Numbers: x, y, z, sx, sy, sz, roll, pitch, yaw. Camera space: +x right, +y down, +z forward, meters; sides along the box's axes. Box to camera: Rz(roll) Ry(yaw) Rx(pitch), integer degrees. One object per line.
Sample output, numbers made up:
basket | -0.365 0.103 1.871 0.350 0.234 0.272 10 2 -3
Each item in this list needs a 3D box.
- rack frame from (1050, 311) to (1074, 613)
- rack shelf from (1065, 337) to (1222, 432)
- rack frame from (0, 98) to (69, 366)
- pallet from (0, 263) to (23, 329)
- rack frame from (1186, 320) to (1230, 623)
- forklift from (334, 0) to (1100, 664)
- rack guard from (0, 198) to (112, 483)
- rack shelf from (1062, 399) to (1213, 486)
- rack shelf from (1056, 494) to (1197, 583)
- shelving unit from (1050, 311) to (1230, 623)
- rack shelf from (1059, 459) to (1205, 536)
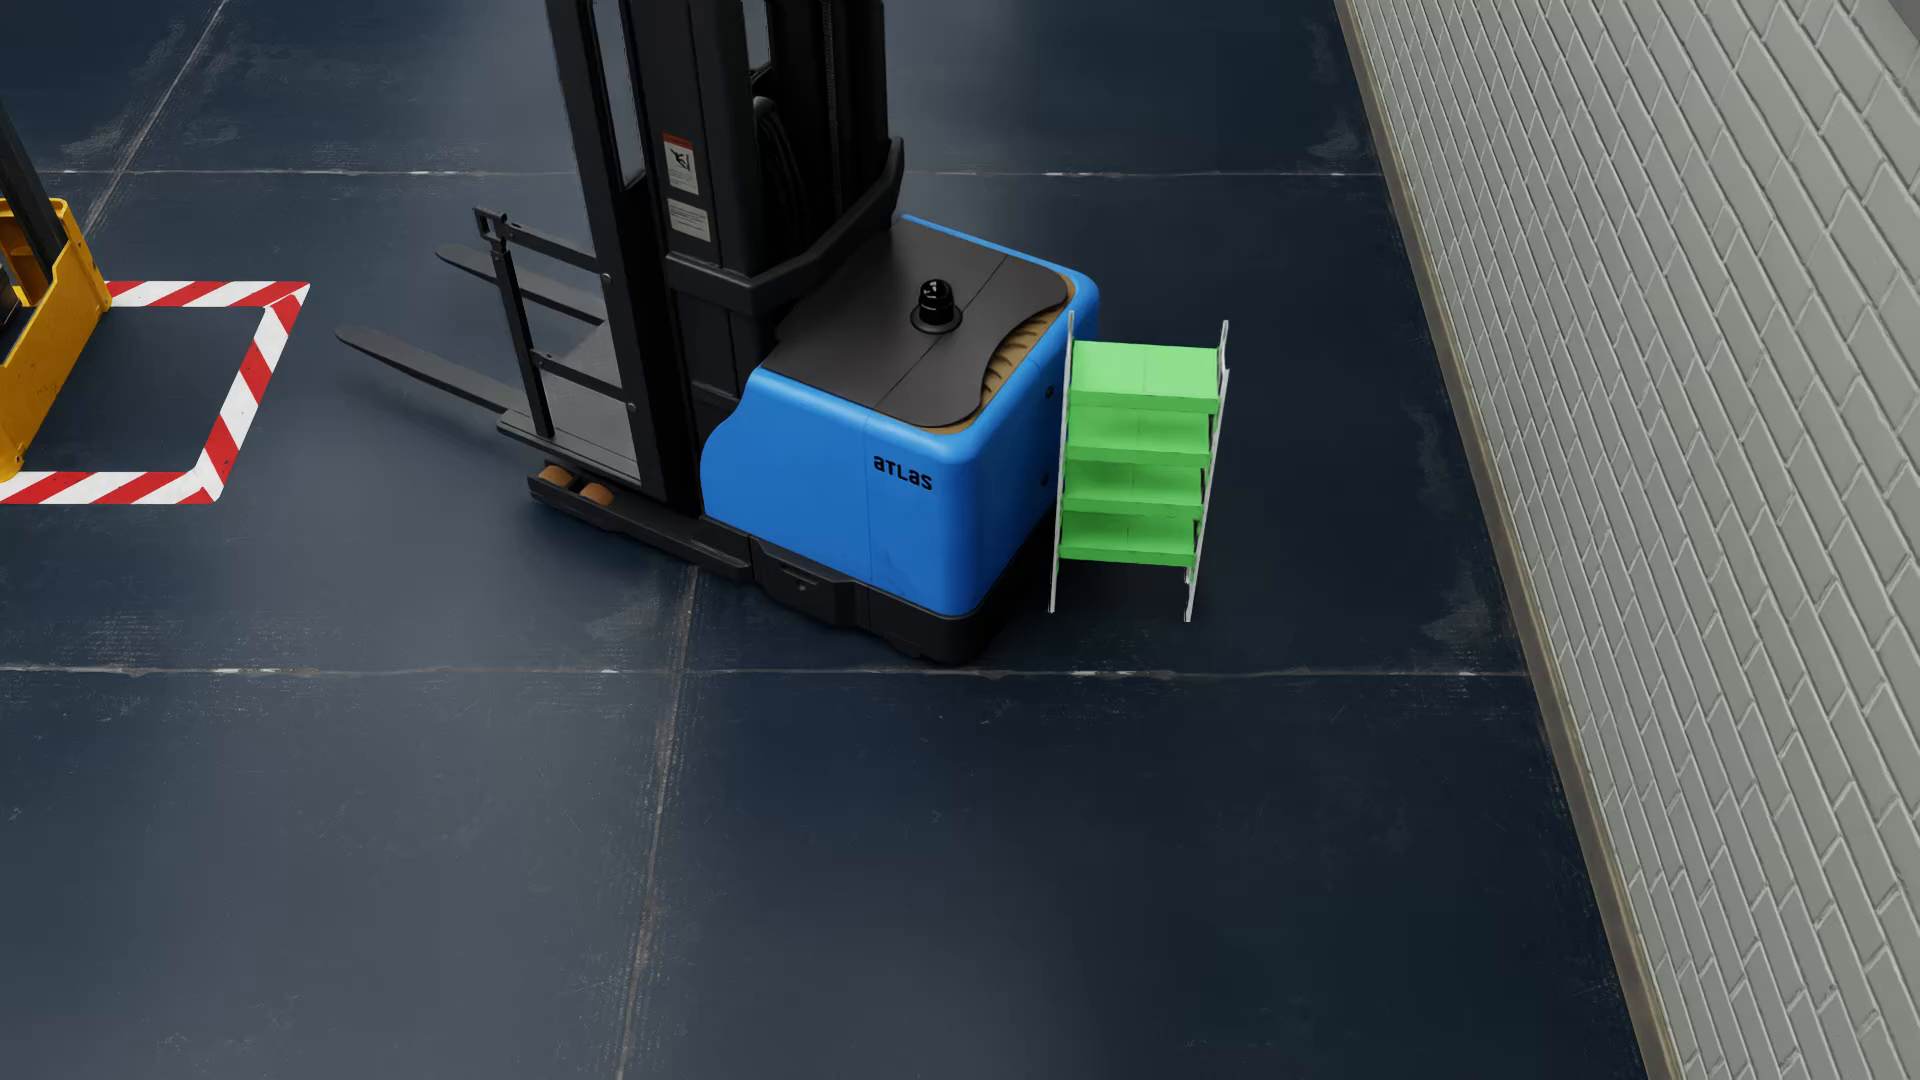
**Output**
rack frame | 0.344 -0.232 5.646 0.015 1.200 0.240 4 47 4
rack shelf | 0.587 -0.499 5.326 0.480 0.148 0.258 4 47 4
rack frame | -3.773 -1.667 5.753 0.127 3.000 1.000 0 47 0
pallet | -4.661 -0.746 6.800 1.213 0.211 1.003 0 47 0
rack frame | 0.830 -0.198 5.615 0.015 1.200 0.240 4 47 4
forklift | -1.052 -1.365 5.518 3.031 2.935 1.130 22 51 19
rack guard | -3.849 -0.816 6.668 0.348 0.500 1.175 0 47 0
rack shelf | 0.587 -0.335 5.502 0.480 0.148 0.258 4 47 4
rack shelf | 0.587 -0.008 5.853 0.480 0.148 0.258 4 47 4
shelving unit | 0.587 -0.215 5.631 0.503 1.200 0.258 4 47 4
rack shelf | 0.587 -0.172 5.677 0.480 0.148 0.258 4 47 4
